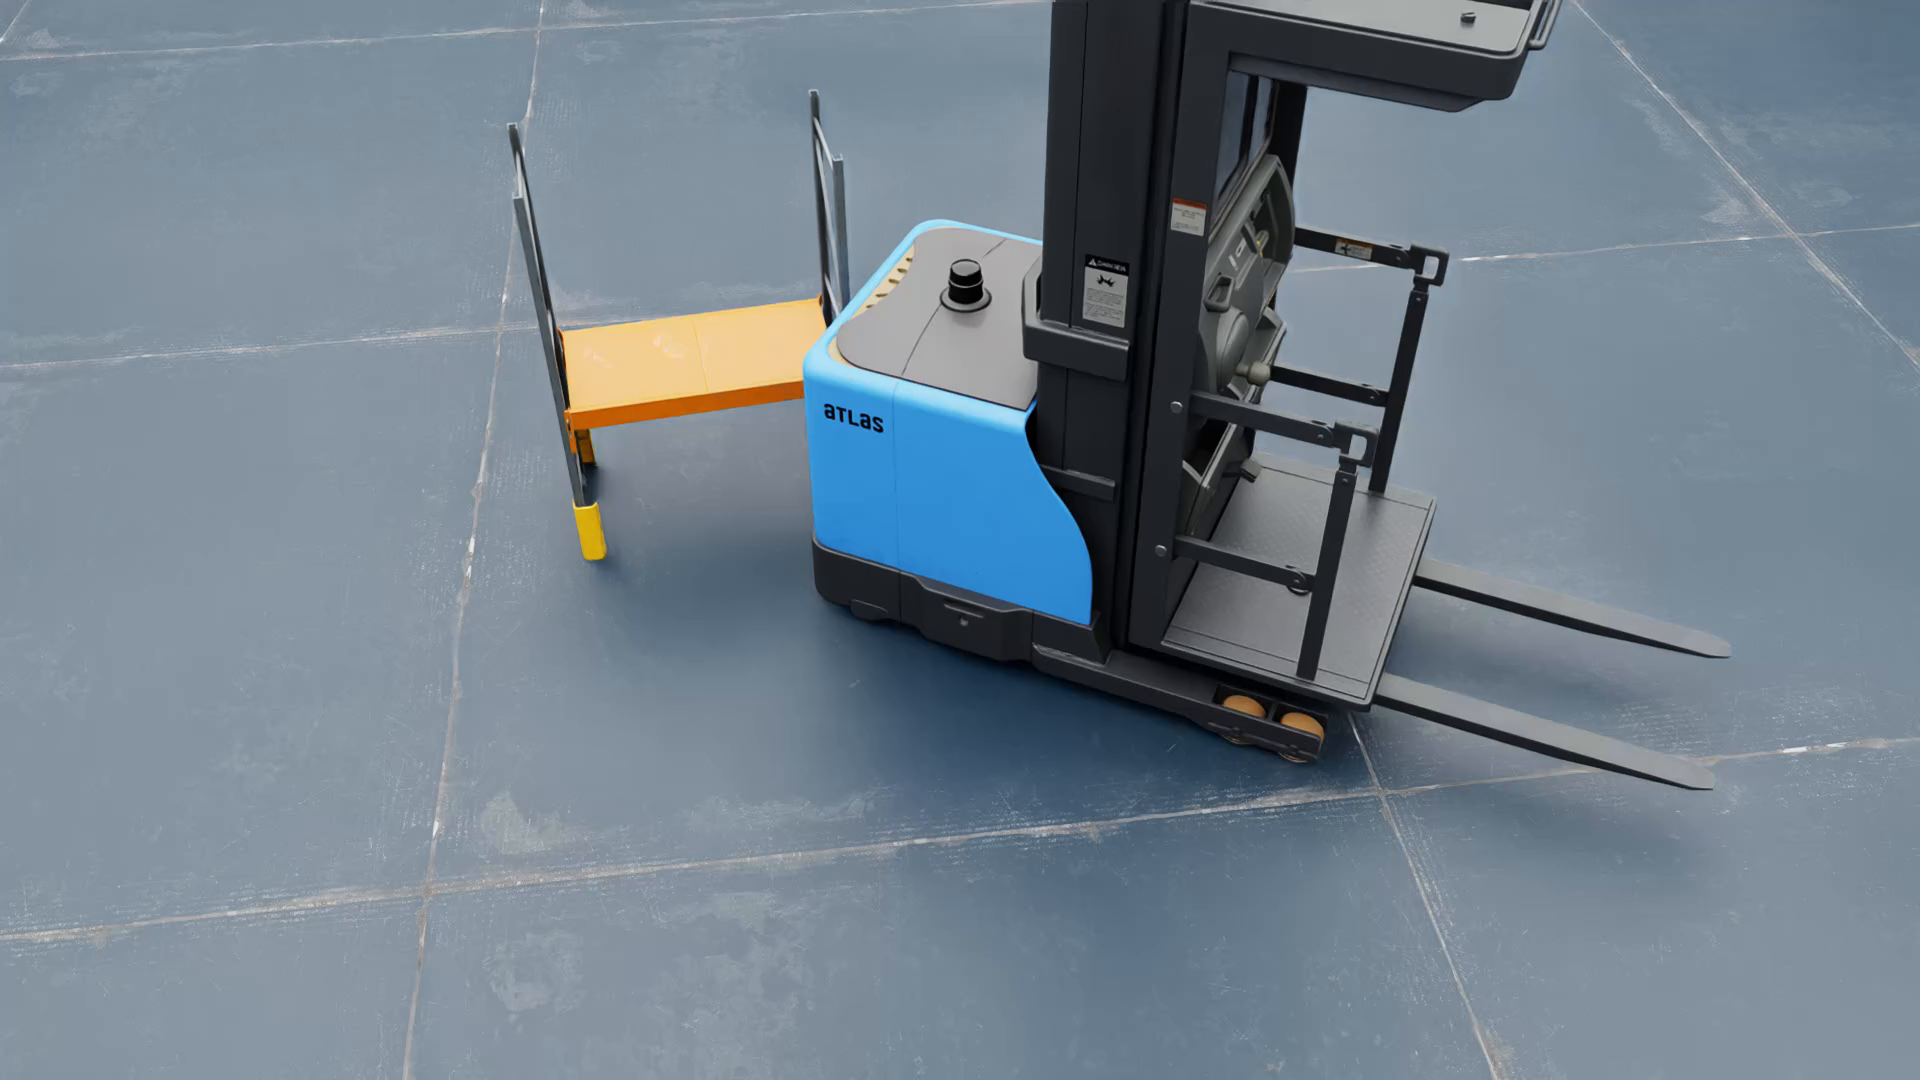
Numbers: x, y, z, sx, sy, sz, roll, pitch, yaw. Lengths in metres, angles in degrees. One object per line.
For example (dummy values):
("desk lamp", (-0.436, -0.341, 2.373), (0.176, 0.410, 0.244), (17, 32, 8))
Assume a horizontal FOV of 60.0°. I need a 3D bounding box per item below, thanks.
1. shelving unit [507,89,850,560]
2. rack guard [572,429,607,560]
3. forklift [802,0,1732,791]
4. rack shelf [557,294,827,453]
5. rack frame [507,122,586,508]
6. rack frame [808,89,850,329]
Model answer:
("shelving unit", (-0.936, -0.754, 5.967), (1.083, 1.500, 0.587), (-9, 43, -10))
("rack guard", (-1.421, -0.213, 6.300), (0.087, 0.250, 0.587), (-9, 43, -10))
("forklift", (1.043, -0.768, 4.913), (3.031, 2.935, 1.130), (16, 44, 17))
("rack shelf", (-0.945, -0.619, 6.086), (1.000, 0.185, 0.538), (-9, 43, -10))
("rack frame", (-1.439, -0.674, 5.878), (0.032, 1.500, 0.500), (-9, 43, -10))
("rack frame", (-0.450, -0.832, 6.053), (0.032, 1.500, 0.500), (-9, 43, -10))
